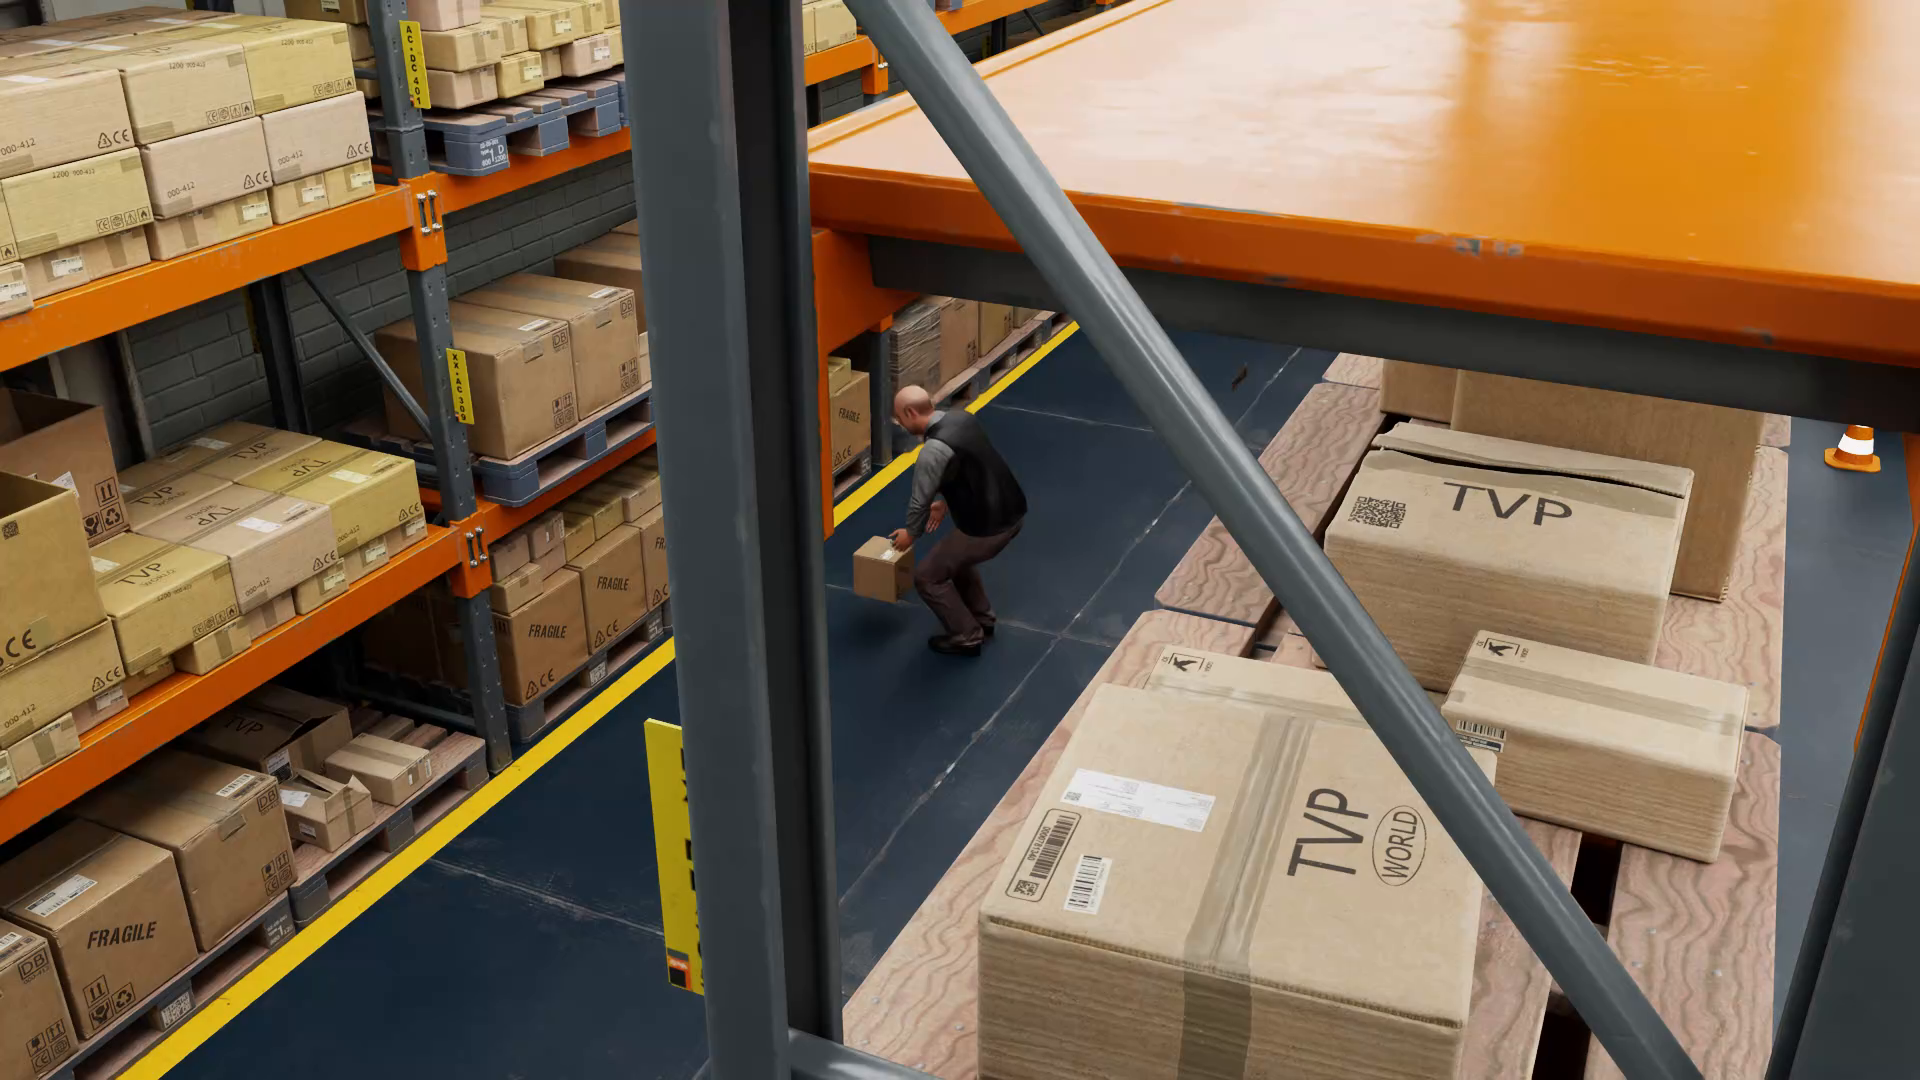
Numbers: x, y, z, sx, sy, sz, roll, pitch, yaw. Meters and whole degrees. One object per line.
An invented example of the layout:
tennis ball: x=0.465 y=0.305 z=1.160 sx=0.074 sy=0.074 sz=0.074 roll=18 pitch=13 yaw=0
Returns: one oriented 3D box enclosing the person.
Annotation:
person: x=-0.017 y=-0.094 z=8.671 sx=0.689 sy=1.434 sz=0.591 roll=11 pitch=28 yaw=22
